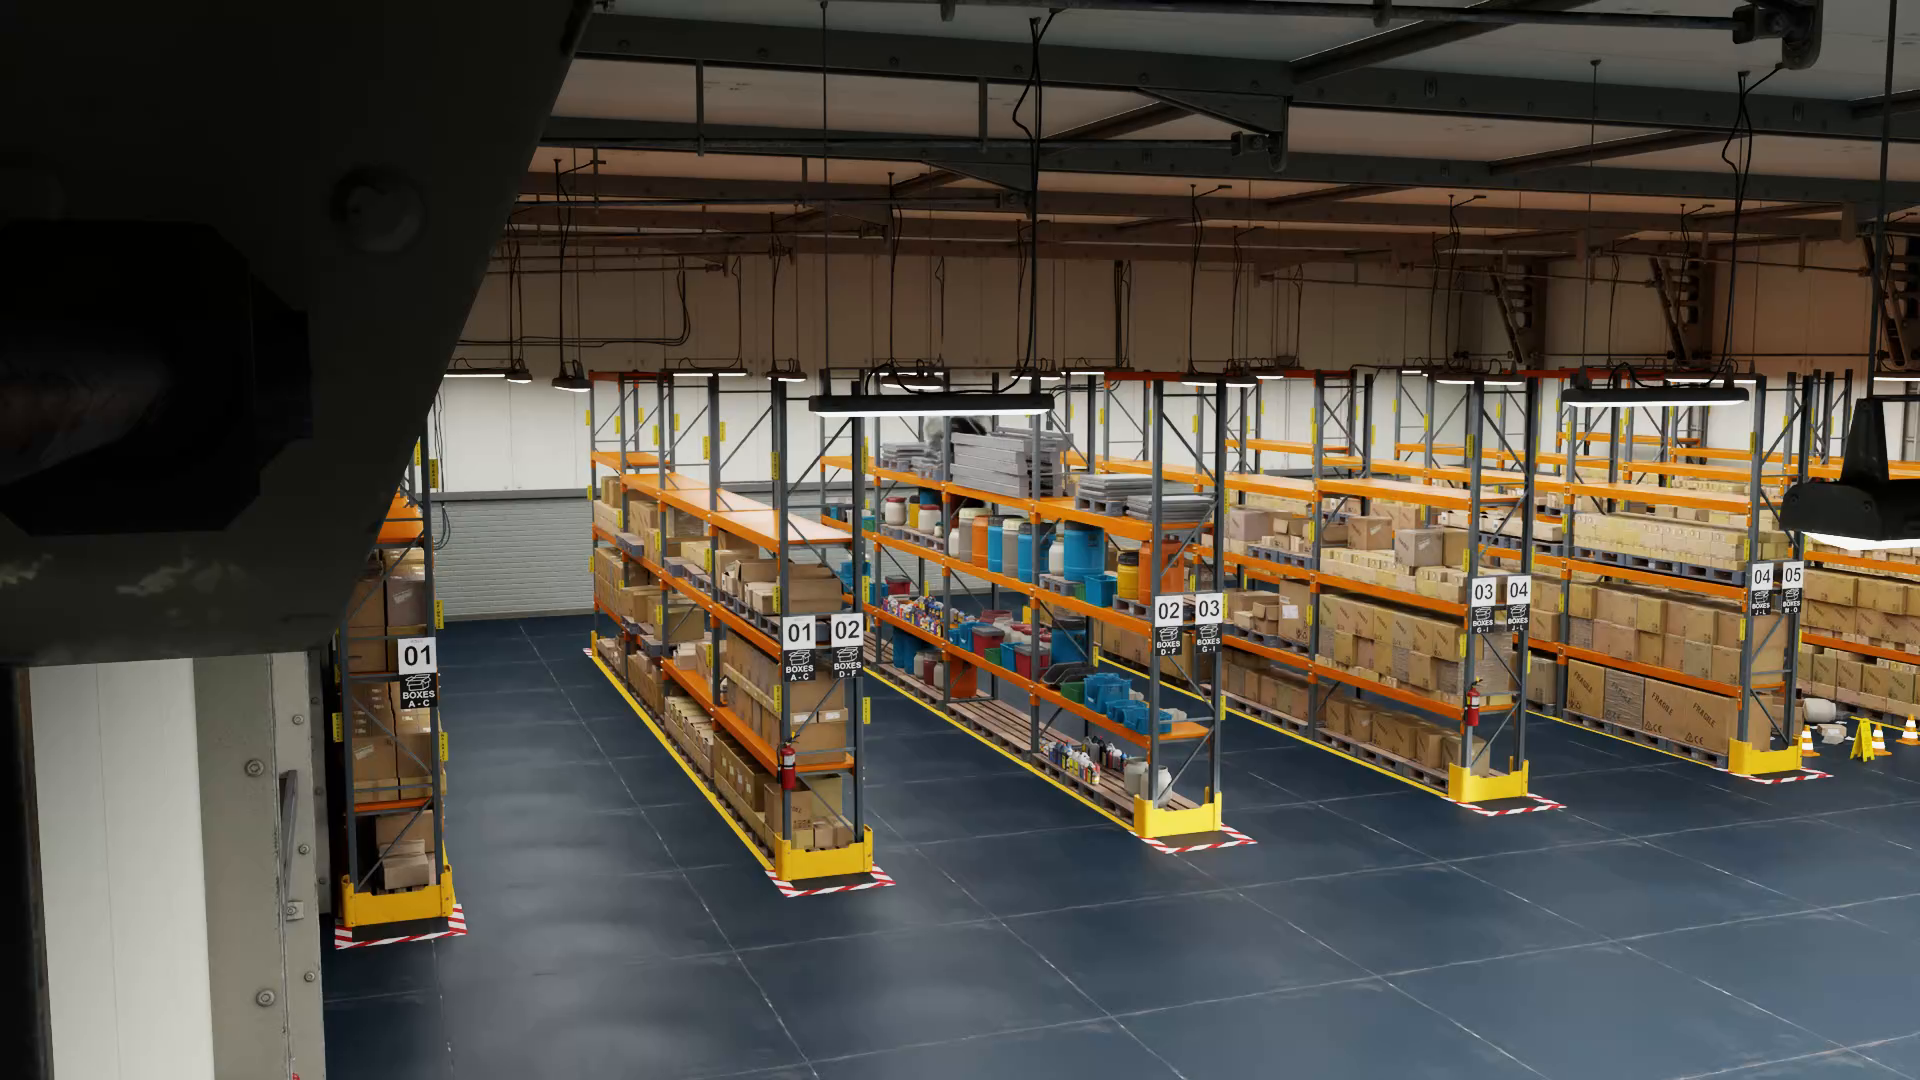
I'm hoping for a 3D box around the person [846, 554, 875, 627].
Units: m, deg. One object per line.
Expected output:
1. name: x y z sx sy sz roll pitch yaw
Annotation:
1. person: -2.330 1.169 38.539 0.926 1.767 0.683 -2 7 -15
